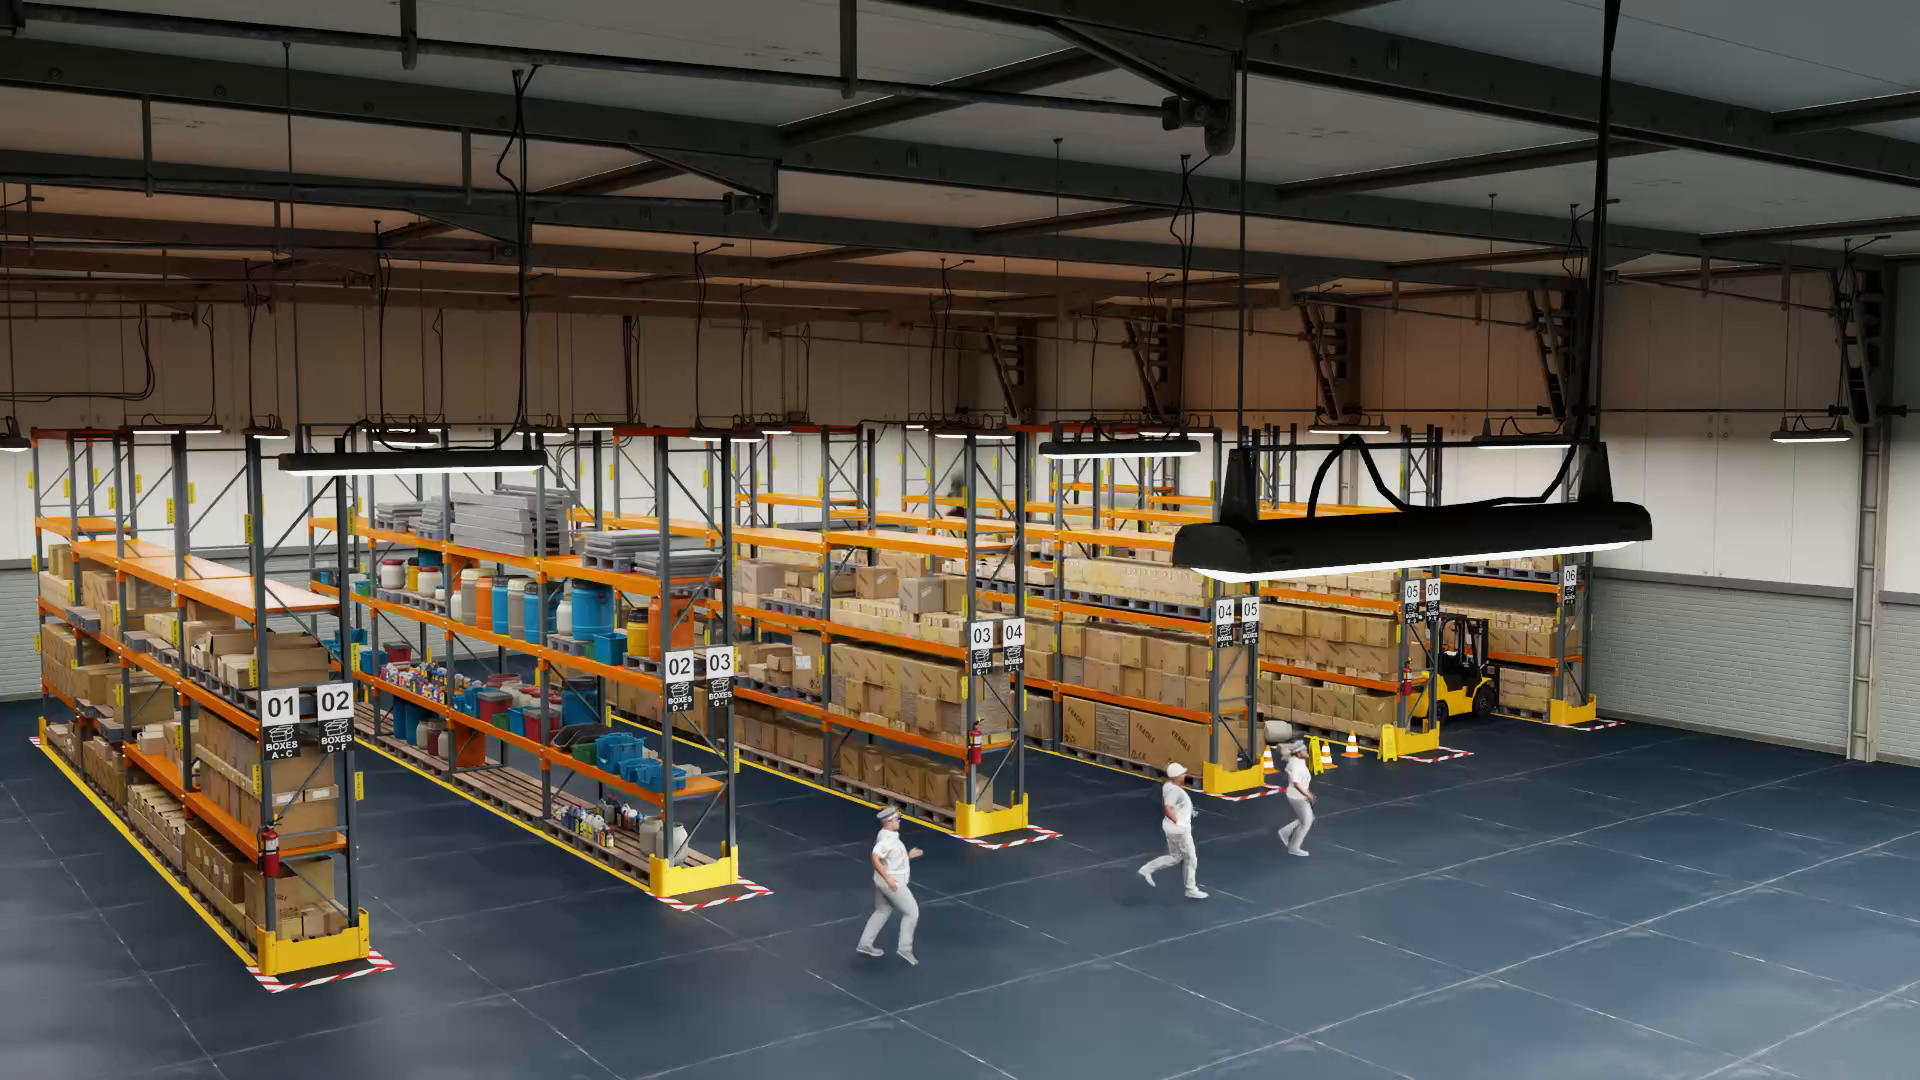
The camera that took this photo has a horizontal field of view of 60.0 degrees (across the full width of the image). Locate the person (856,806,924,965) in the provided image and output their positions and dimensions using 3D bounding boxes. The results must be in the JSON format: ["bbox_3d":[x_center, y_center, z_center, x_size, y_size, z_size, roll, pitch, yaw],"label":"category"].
[{"bbox_3d":[-0.784,3.960,19.019,0.769,1.853,0.632,-1,5,-17],"label":"person"}]

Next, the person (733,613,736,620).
[{"bbox_3d":[-5.660,2.248,41.754,0.700,1.650,0.701,-2,5,-28],"label":"person"}]

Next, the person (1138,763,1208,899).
[{"bbox_3d":[2.768,3.766,21.503,0.912,1.781,0.682,-1,5,-8],"label":"person"}]

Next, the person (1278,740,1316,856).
[{"bbox_3d":[4.804,3.655,23.630,0.485,1.669,0.579,0,4,3],"label":"person"}]
